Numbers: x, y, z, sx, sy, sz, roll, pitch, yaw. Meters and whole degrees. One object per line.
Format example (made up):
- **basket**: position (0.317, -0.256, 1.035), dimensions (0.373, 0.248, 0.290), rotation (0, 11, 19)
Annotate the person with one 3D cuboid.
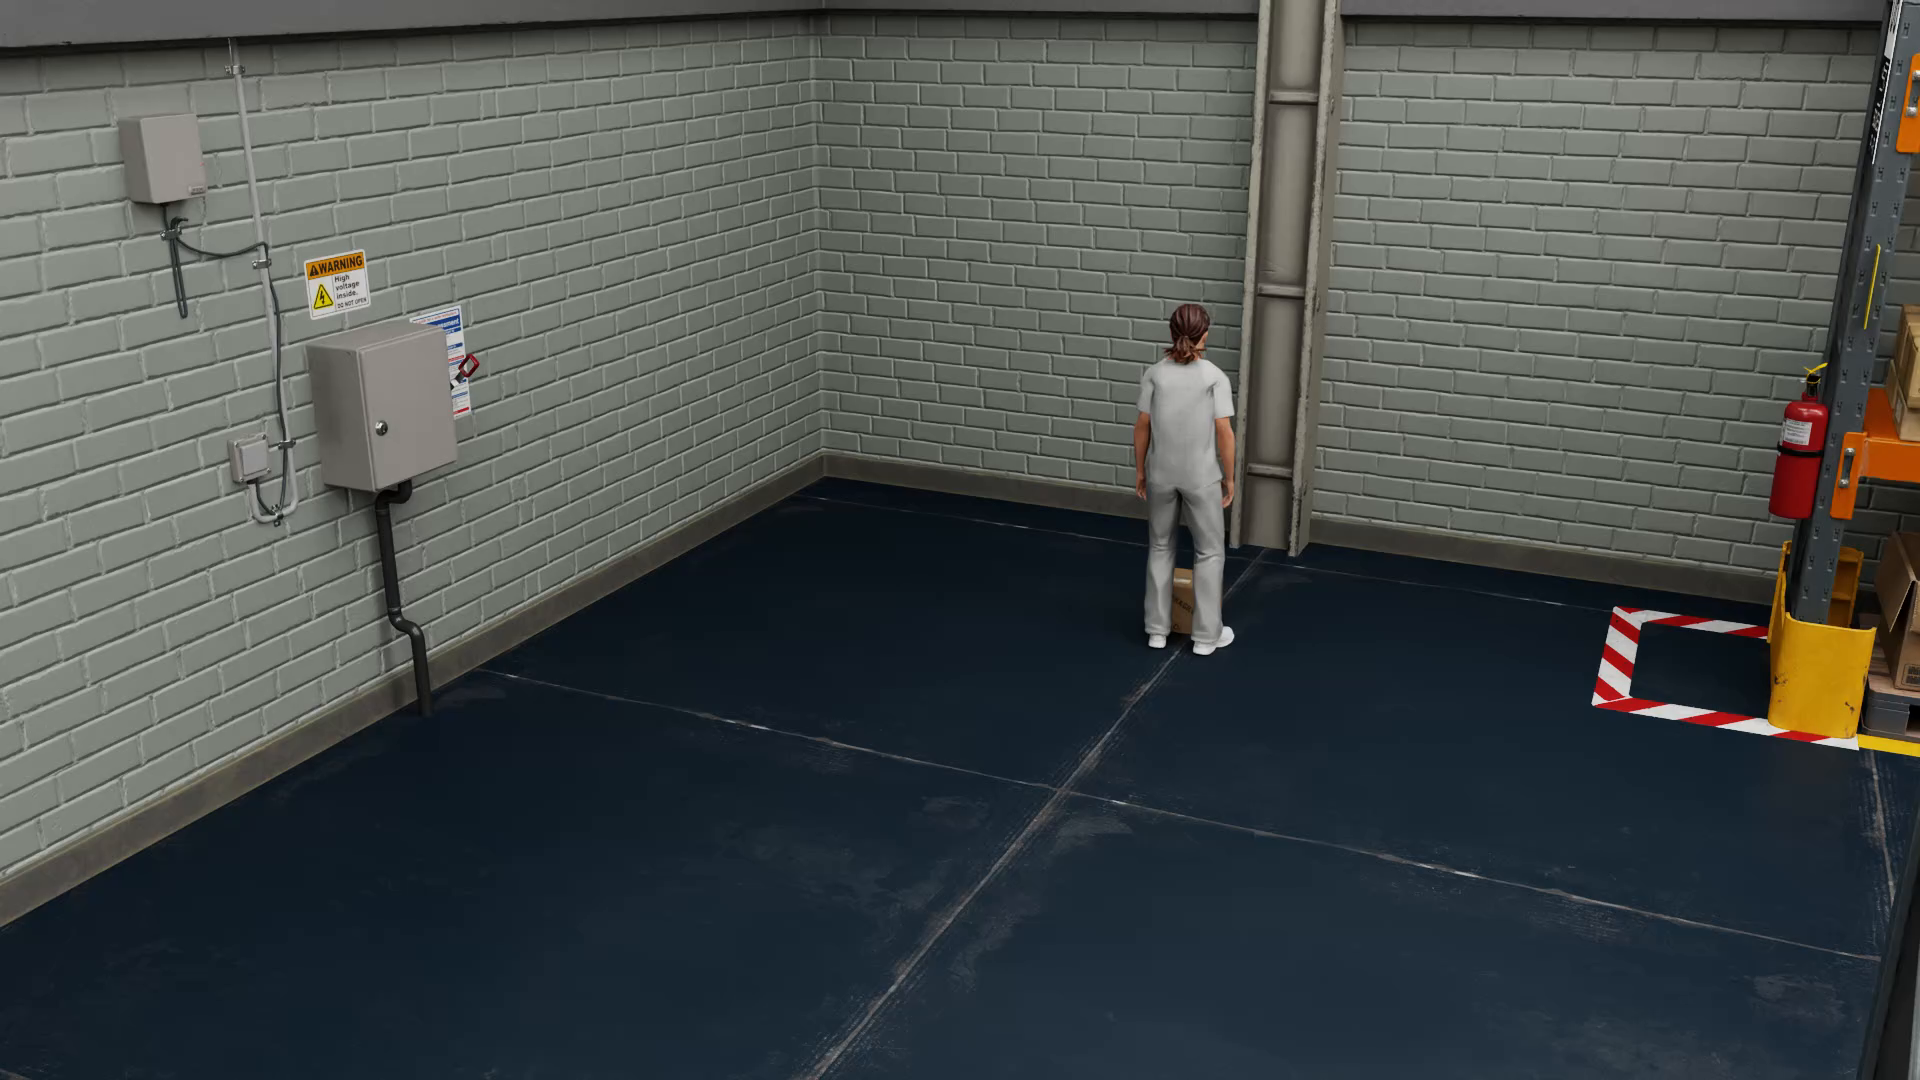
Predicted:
- **person**: position (1.070, -0.284, 7.888), dimensions (0.499, 1.671, 0.364), rotation (7, 20, 20)
